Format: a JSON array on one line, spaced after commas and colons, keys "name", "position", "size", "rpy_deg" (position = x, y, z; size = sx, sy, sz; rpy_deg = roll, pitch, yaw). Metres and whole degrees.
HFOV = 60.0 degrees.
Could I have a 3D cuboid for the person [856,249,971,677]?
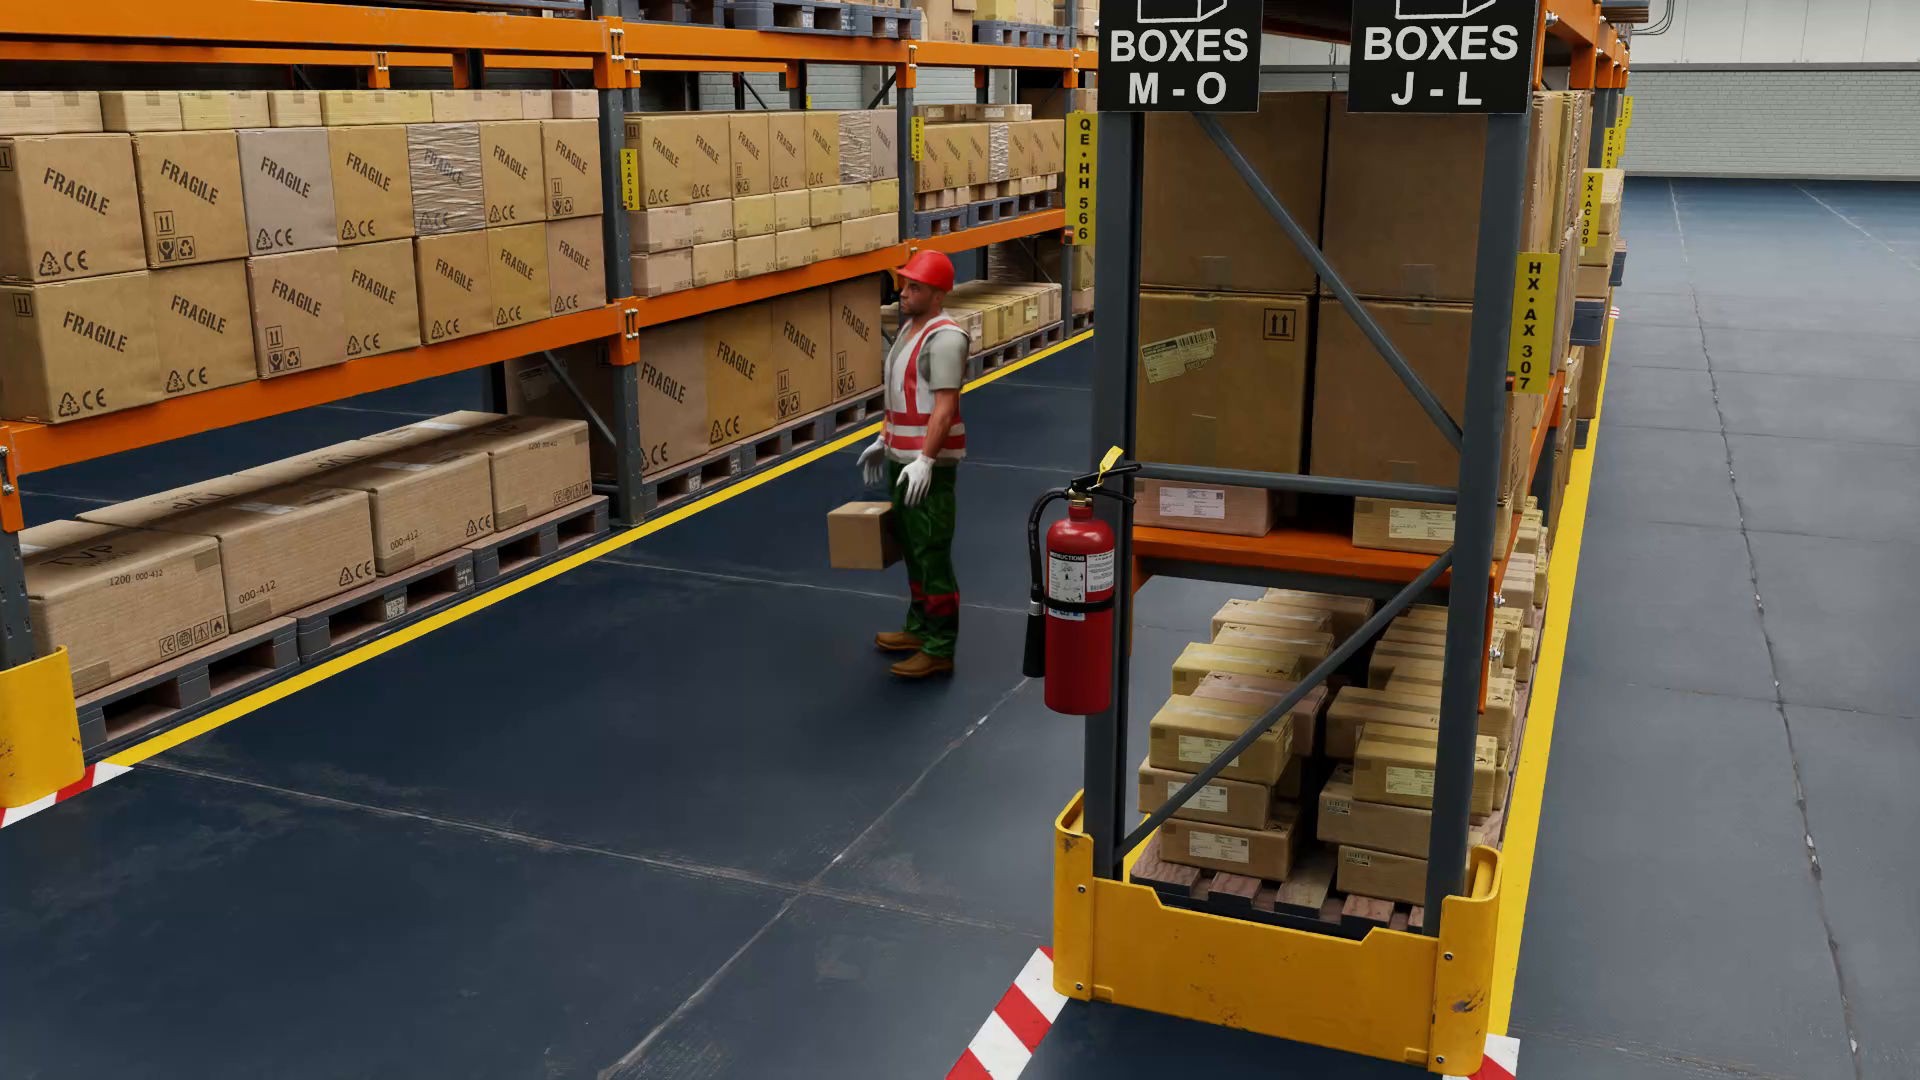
[{"name": "person", "position": [-0.191, -0.328, 7.081], "size": [0.400, 1.798, 0.614], "rpy_deg": [-6, 16, -20]}]
